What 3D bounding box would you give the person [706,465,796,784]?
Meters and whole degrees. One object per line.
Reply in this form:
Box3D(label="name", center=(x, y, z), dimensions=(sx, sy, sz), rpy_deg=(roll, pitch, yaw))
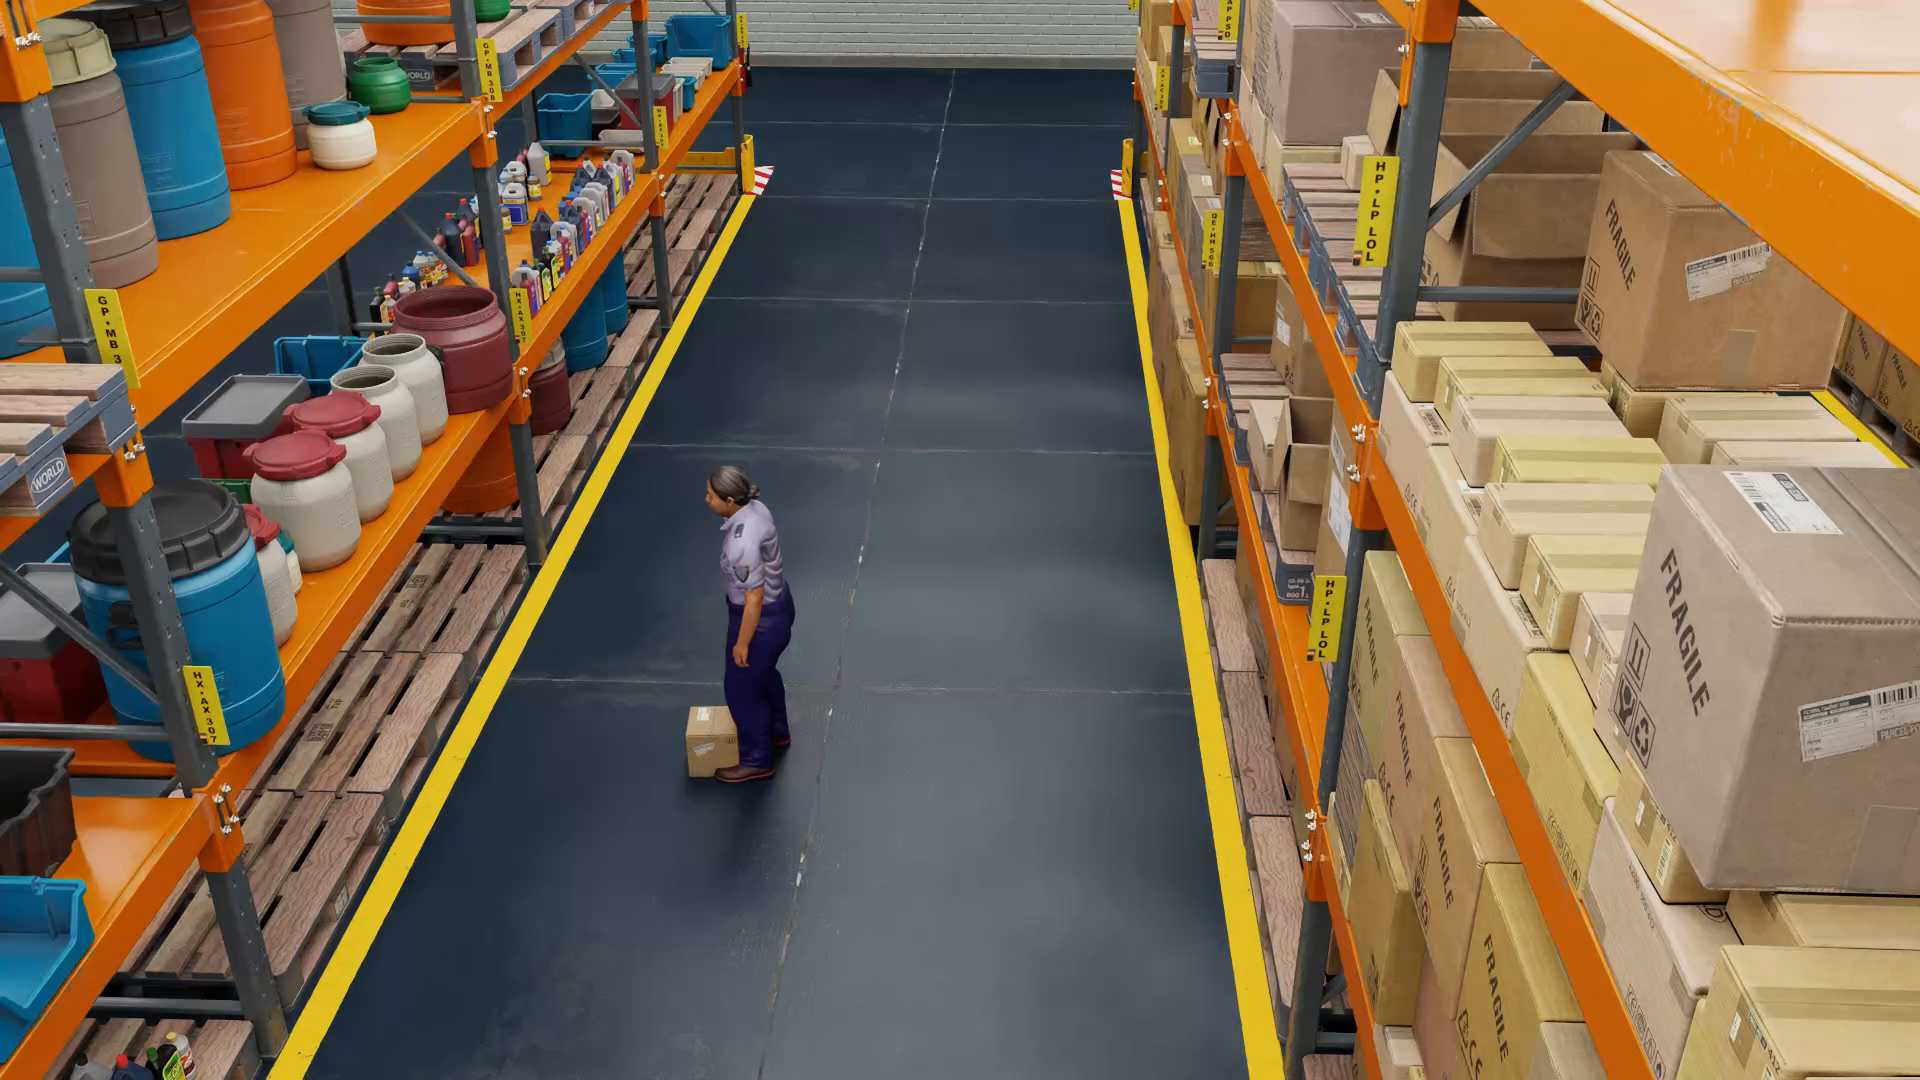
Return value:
Box3D(label="person", center=(-1.000, 0.382, 7.916), dimensions=(0.415, 1.651, 0.547), rpy_deg=(1, 28, 1))
